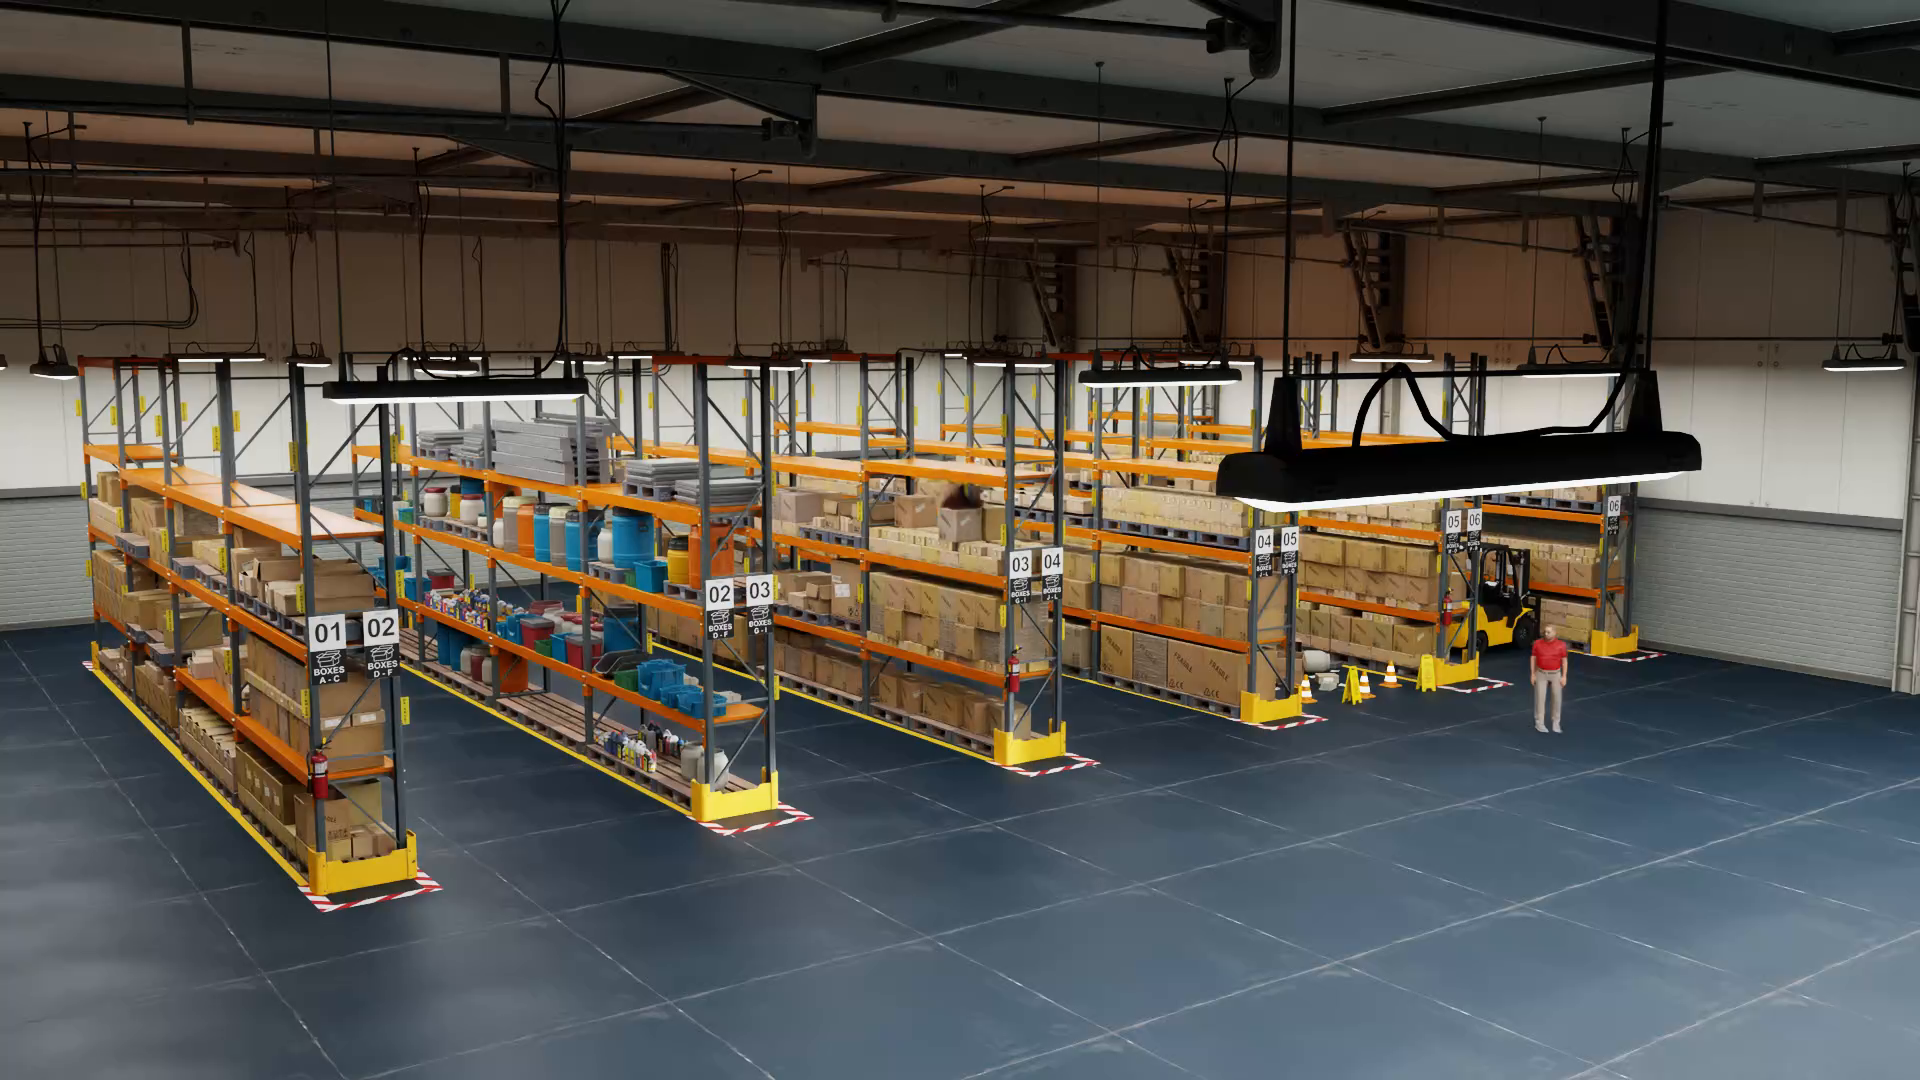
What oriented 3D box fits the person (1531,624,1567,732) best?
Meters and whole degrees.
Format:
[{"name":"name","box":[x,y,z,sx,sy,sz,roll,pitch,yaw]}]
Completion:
[{"name":"person","box":[9.500,2.220,26.829,0.550,1.744,0.442,1,7,11]}]
